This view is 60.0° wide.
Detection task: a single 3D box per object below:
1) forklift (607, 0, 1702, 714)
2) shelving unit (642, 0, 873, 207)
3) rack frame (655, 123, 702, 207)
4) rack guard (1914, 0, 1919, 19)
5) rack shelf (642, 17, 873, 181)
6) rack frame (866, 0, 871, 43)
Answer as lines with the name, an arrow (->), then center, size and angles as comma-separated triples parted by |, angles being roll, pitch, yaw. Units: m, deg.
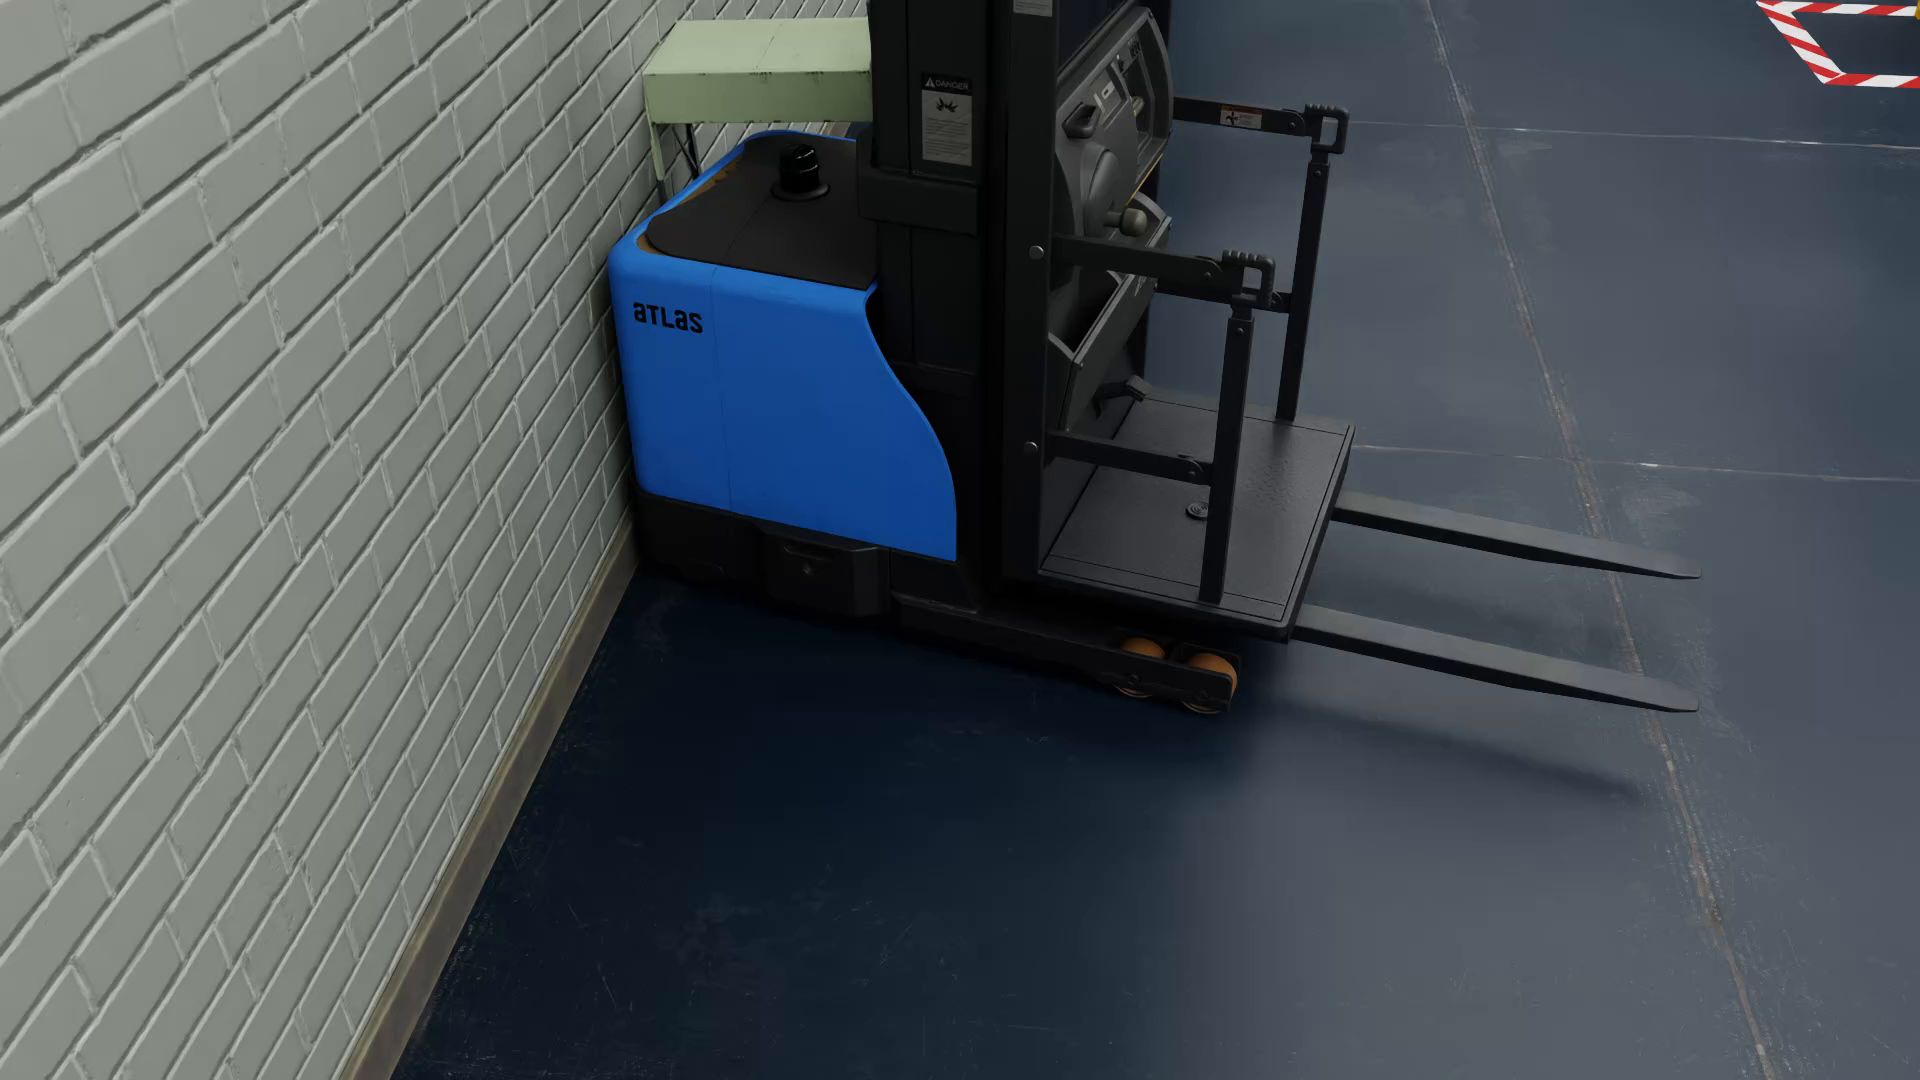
forklift -> 0.589, -1.065, 4.219 | 3.031, 2.935, 1.130 | 12, 37, 17
shelving unit -> -0.535, -1.068, 5.362 | 0.755, 1.500, 0.431 | 2, 39, 9
rack frame -> -0.897, -1.079, 5.416 | 0.023, 1.500, 0.400 | 2, 39, 9
rack guard -> 5.503, -2.855, 8.820 | 0.348, 0.500, 1.175 | 4, 36, 6
rack shelf -> -0.563, -1.371, 5.117 | 0.720, 0.370, 0.431 | 2, 39, 9
rack frame -> -0.173, -1.057, 5.307 | 0.023, 1.500, 0.400 | 2, 39, 9
